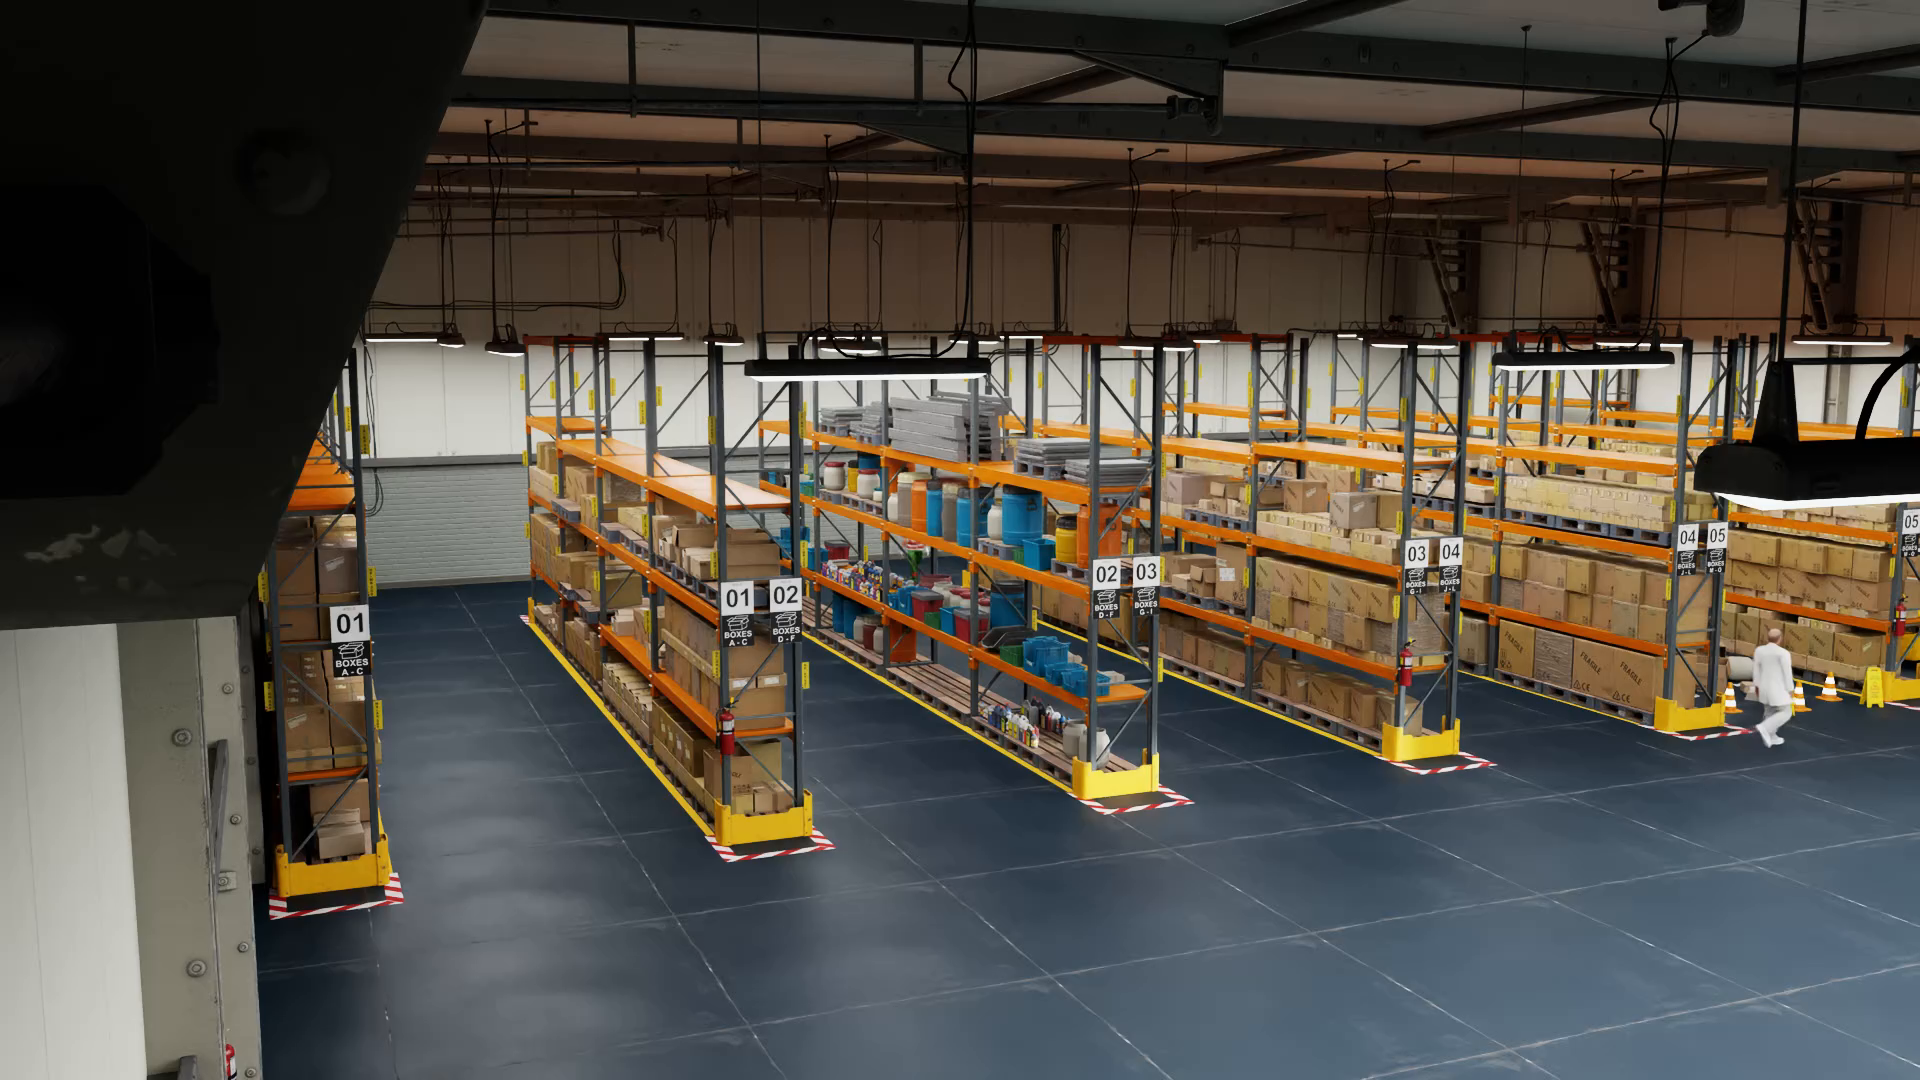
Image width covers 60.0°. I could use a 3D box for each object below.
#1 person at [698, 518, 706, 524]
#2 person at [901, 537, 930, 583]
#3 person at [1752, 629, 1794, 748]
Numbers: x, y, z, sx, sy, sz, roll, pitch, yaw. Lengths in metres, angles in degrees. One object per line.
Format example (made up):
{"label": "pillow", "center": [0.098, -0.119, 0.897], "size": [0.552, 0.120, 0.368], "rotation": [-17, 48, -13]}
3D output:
{"label": "person", "center": [-6.066, 0.324, 39.053], "size": [0.501, 1.688, 0.439], "rotation": [7, 10, 42]}
{"label": "person", "center": [-1.041, 0.233, 39.232], "size": [0.602, 1.725, 1.061], "rotation": [-3, 8, -20]}
{"label": "person", "center": [11.956, 2.186, 24.502], "size": [0.785, 1.767, 0.617], "rotation": [-4, 9, -28]}
